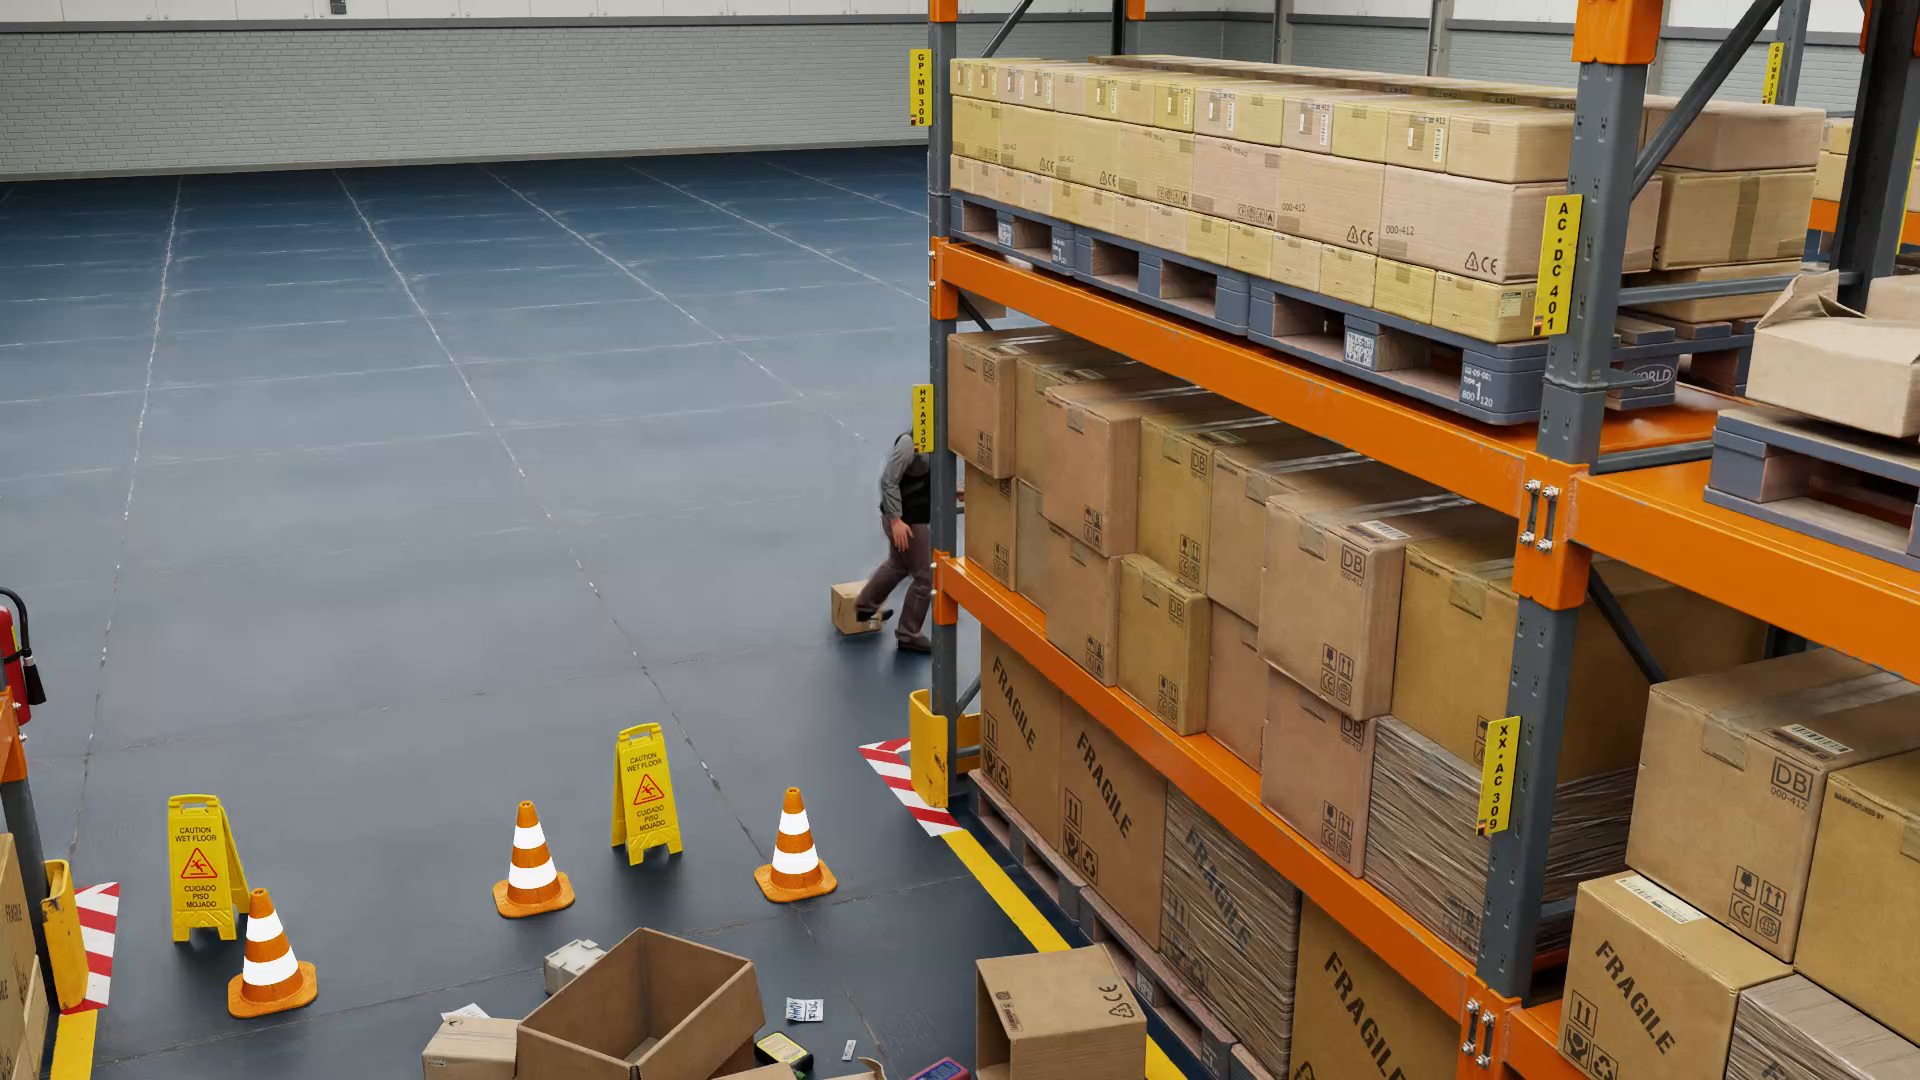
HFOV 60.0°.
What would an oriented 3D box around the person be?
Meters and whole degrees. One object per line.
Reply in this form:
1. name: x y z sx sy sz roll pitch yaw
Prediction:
1. person: -0.308 -0.146 10.107 0.804 1.671 0.694 3 19 9
